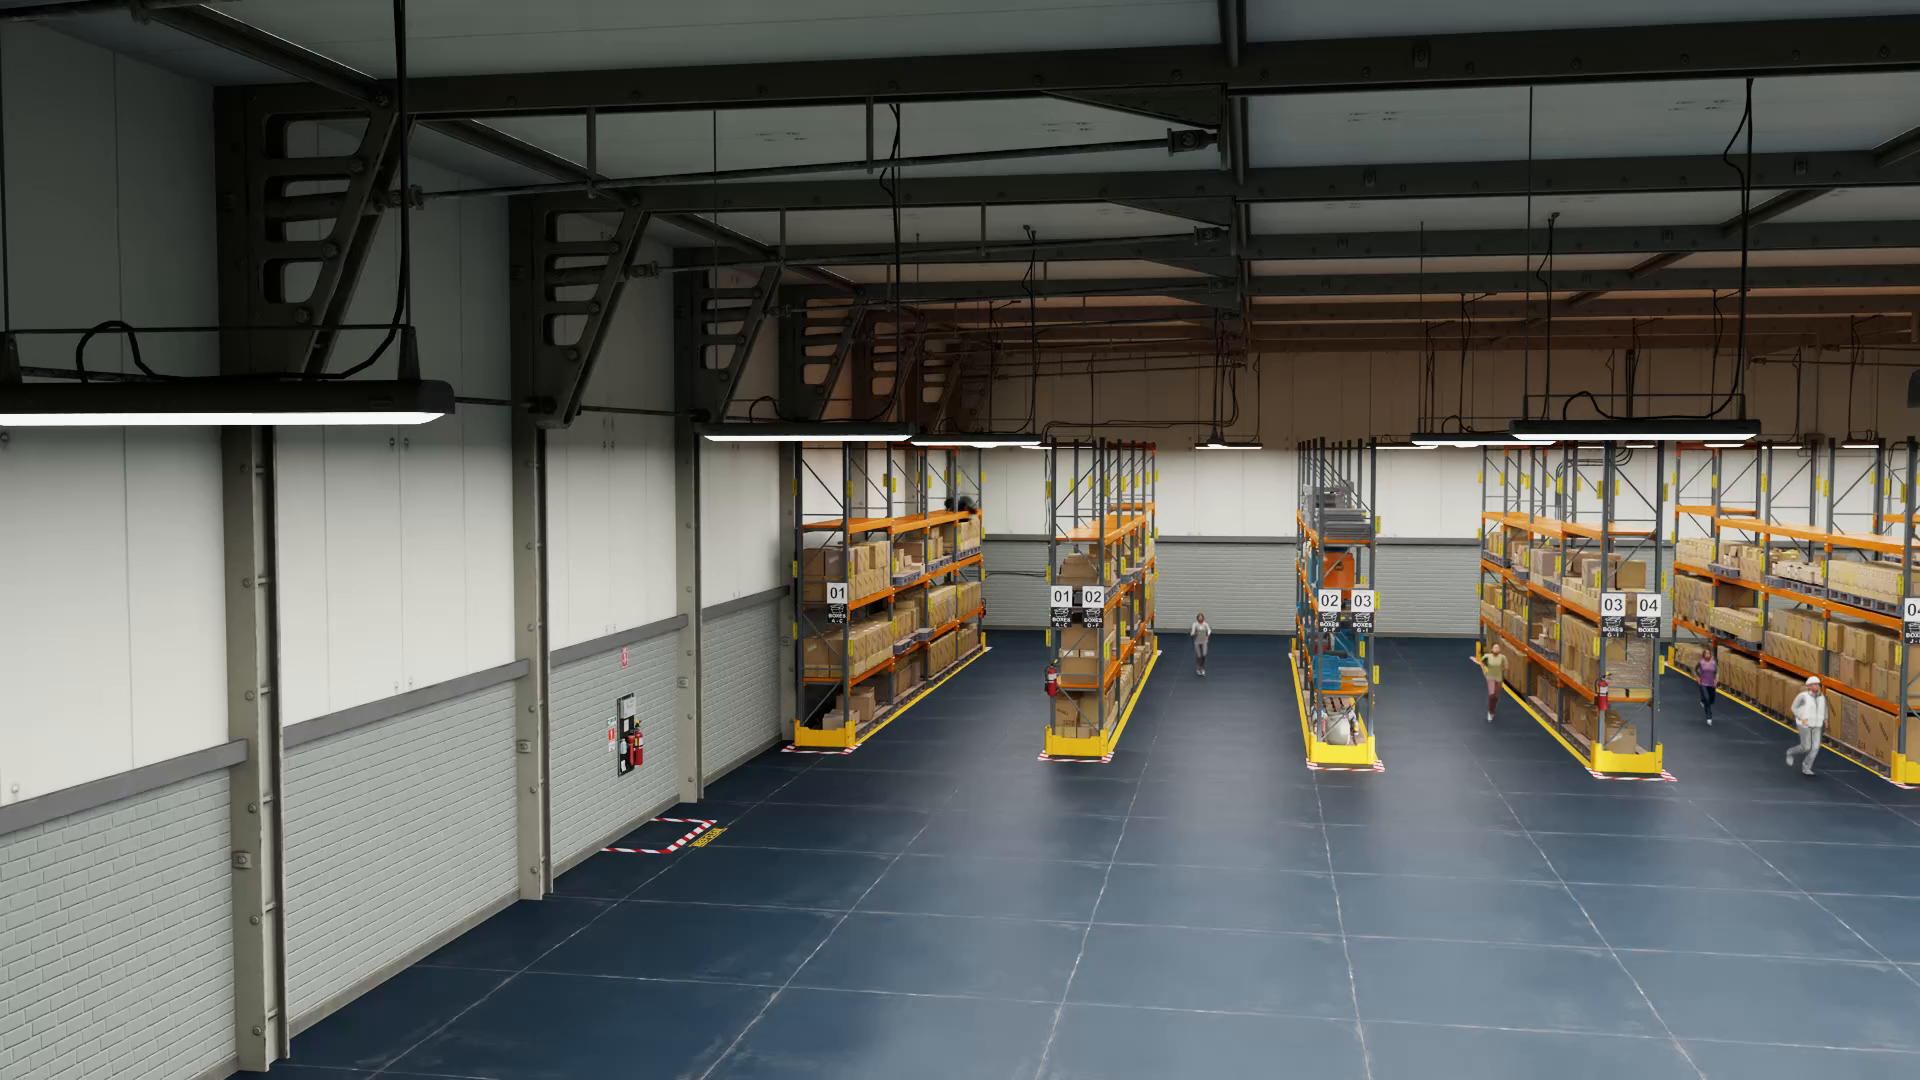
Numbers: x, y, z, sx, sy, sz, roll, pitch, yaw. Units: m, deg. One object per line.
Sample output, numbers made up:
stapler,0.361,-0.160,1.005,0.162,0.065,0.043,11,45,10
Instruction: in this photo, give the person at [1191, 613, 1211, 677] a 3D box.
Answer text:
person,6.150,2.679,42.471,0.514,1.631,0.653,0,3,6

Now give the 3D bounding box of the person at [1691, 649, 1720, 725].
person,15.843,3.097,35.318,0.530,1.572,0.853,0,3,5

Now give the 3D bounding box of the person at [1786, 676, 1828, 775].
person,15.179,3.292,29.688,0.686,1.729,0.634,0,3,-8

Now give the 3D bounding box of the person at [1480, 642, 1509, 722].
person,11.420,3.017,35.522,0.562,1.685,0.750,0,3,5
